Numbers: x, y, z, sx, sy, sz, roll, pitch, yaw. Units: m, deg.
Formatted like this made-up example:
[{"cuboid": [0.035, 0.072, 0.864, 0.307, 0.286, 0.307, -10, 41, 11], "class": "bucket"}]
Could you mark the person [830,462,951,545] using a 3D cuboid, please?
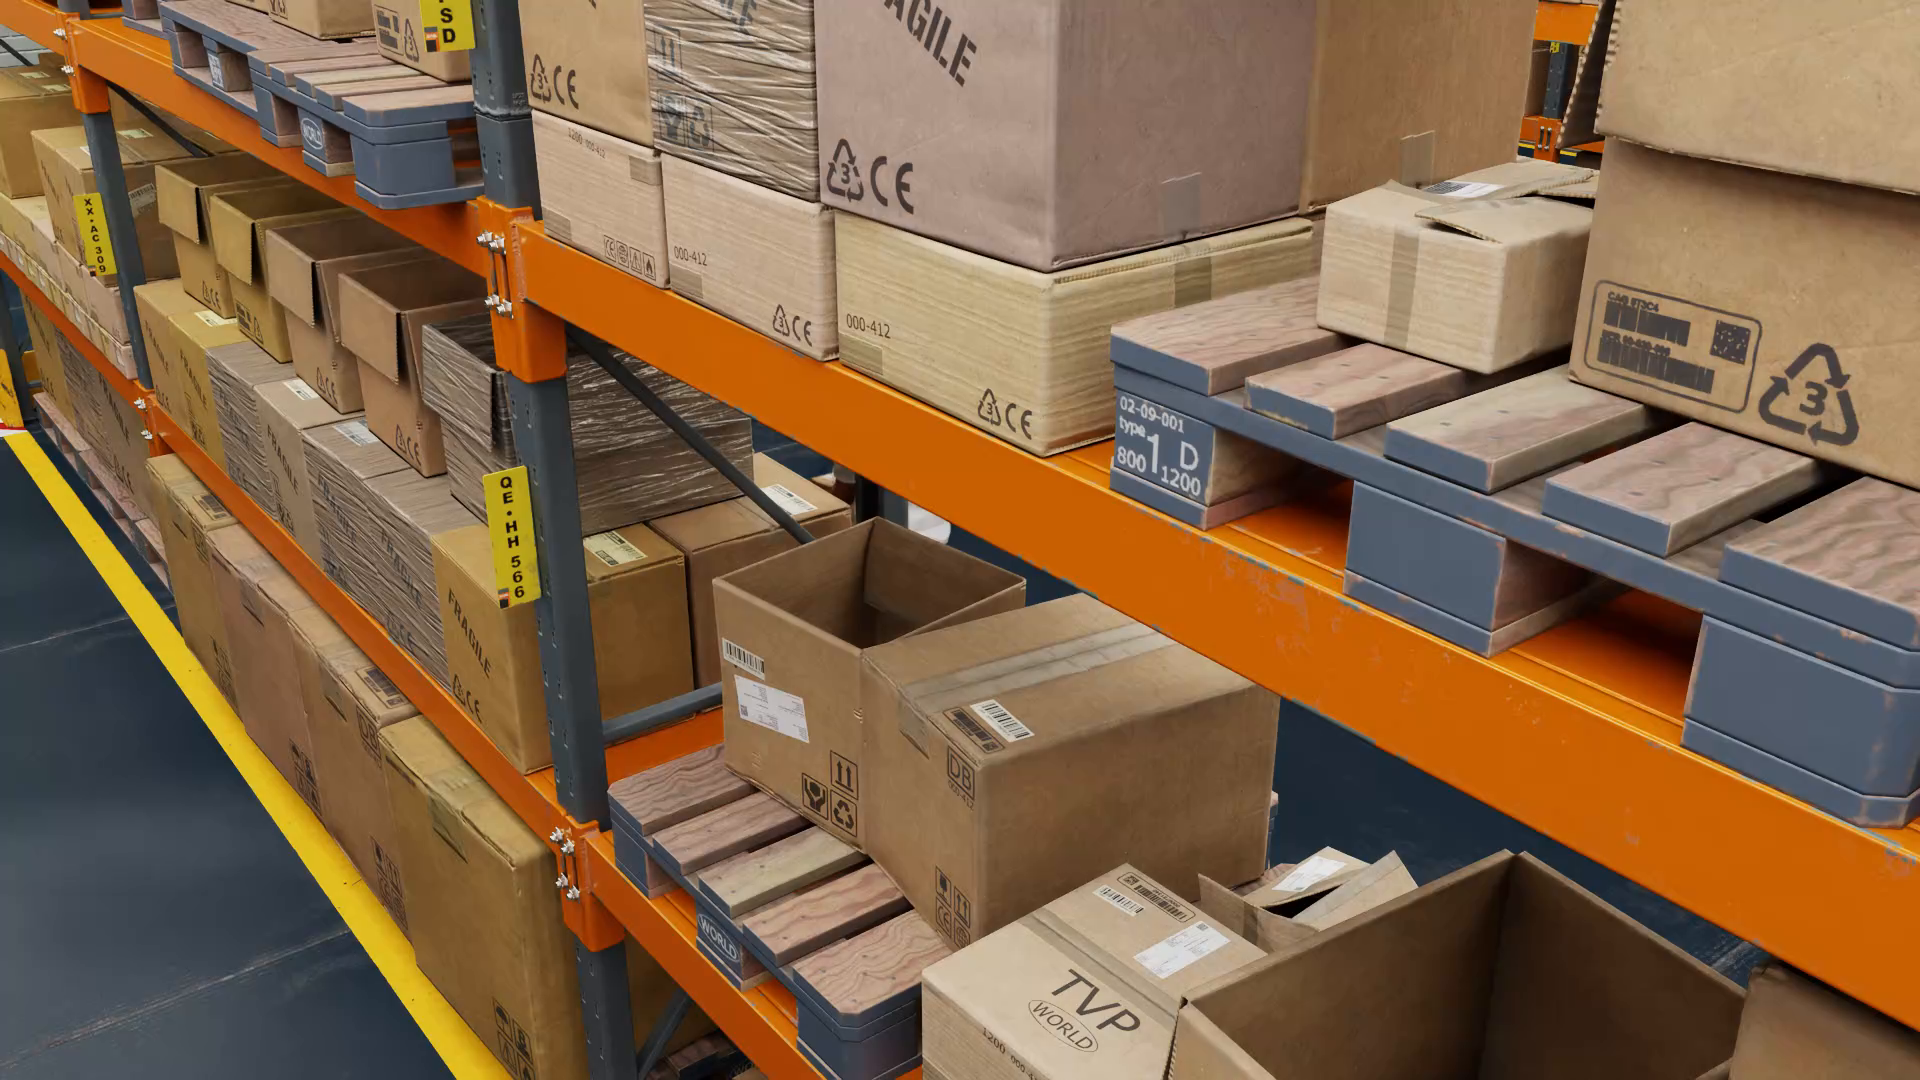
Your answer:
[{"cuboid": [-0.304, -0.033, 6.648, 0.542, 1.789, 0.520, -18, 30, -35], "class": "person"}]
